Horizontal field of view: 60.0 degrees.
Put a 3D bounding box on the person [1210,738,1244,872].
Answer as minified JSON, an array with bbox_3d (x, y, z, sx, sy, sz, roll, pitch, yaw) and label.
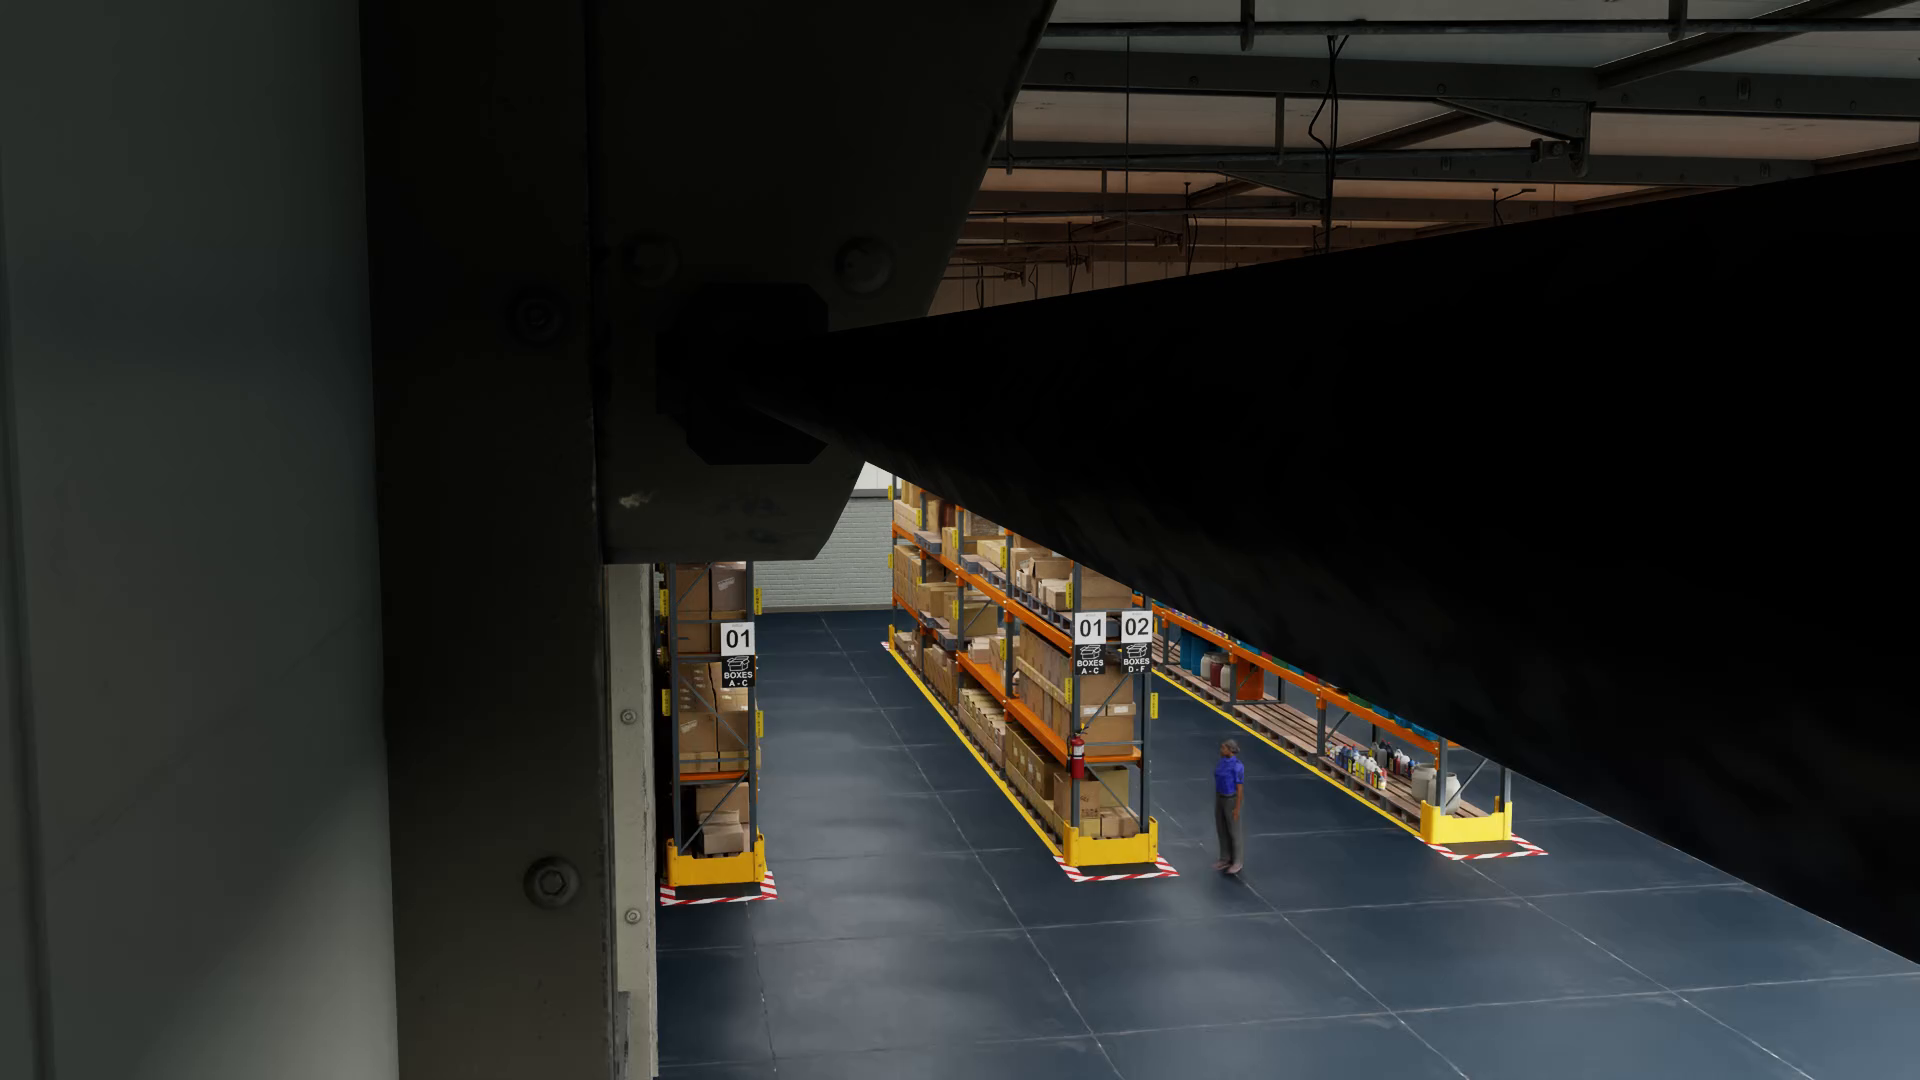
[{"bbox_3d":[3.344,3.291,20.623,0.347,1.686,0.506,-4,7,-33],"label":"person"}]
